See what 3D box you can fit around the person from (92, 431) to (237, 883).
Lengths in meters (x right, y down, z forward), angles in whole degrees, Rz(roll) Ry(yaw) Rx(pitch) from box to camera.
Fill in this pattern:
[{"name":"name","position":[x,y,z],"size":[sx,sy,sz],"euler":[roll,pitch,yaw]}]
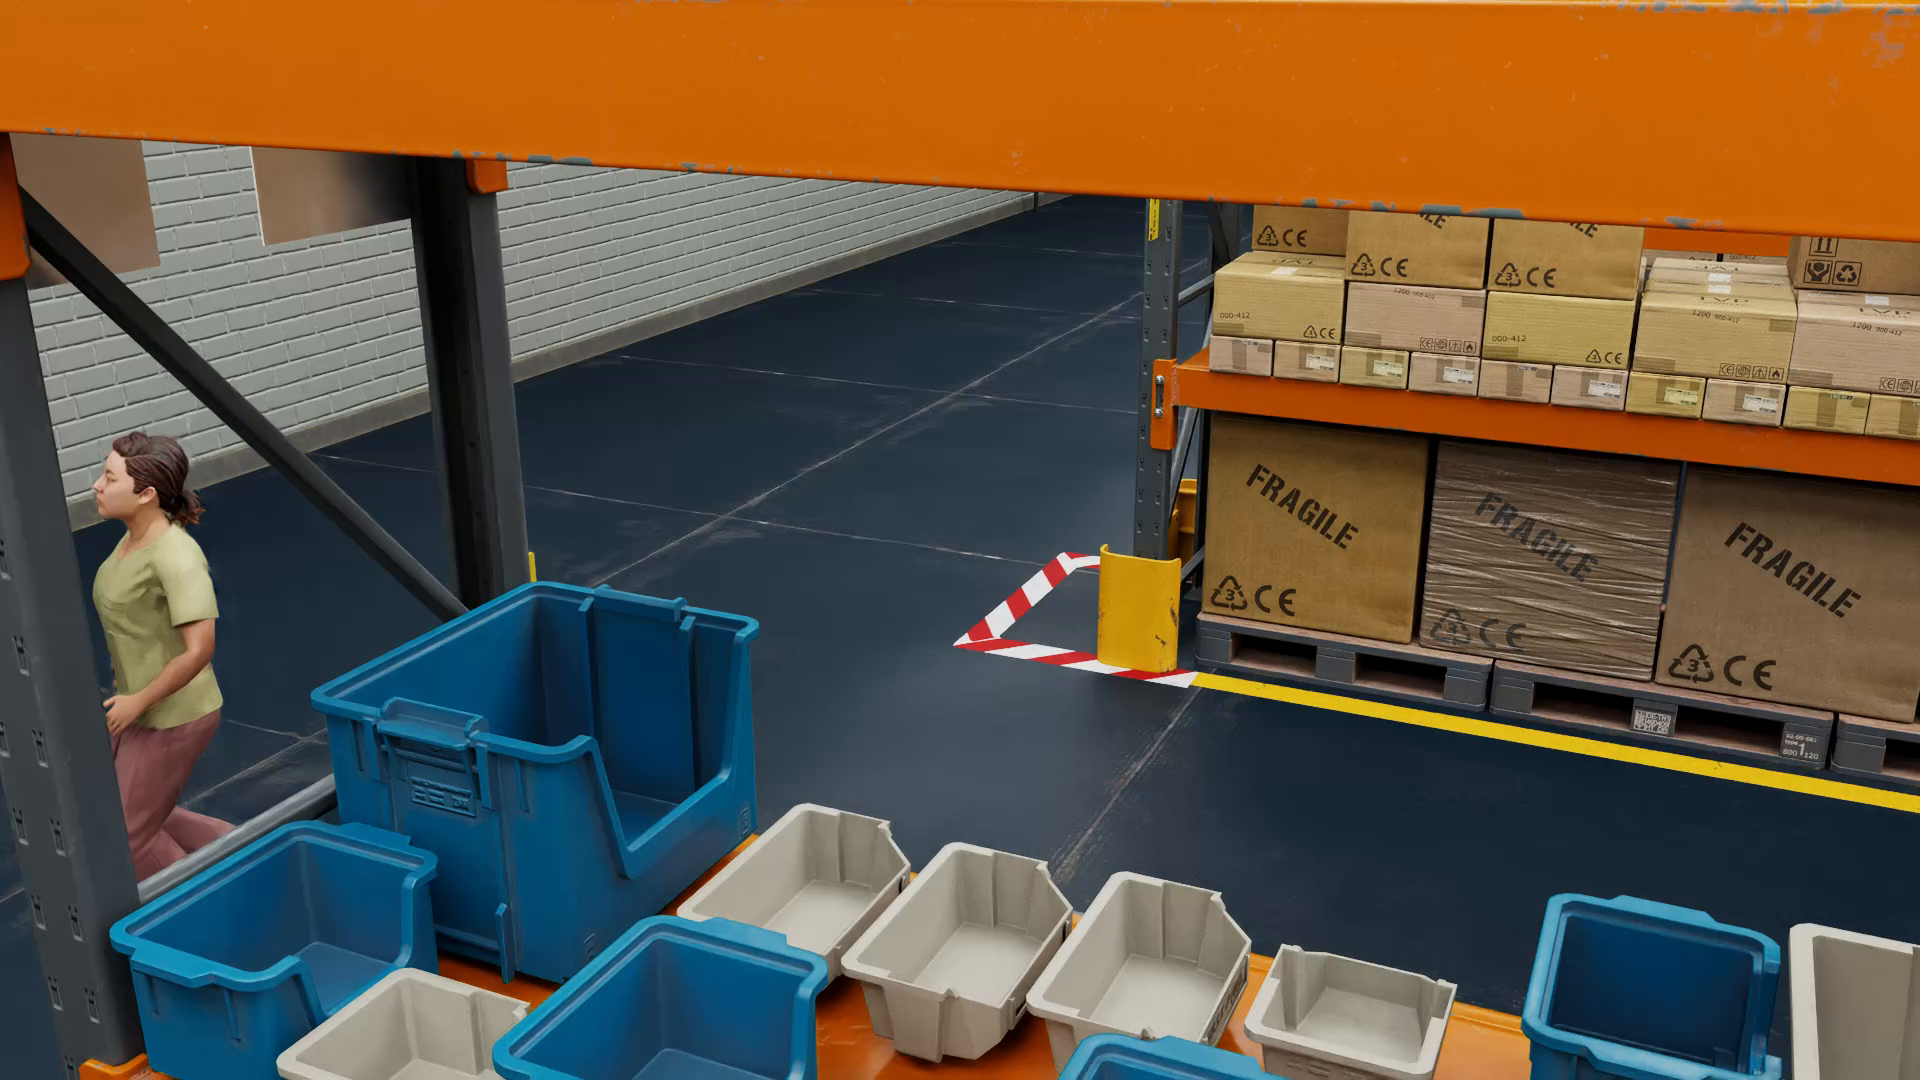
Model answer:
[{"name":"person","position":[-2.261,0.478,4.760],"size":[0.502,1.620,0.606],"euler":[-14,23,-34]}]
